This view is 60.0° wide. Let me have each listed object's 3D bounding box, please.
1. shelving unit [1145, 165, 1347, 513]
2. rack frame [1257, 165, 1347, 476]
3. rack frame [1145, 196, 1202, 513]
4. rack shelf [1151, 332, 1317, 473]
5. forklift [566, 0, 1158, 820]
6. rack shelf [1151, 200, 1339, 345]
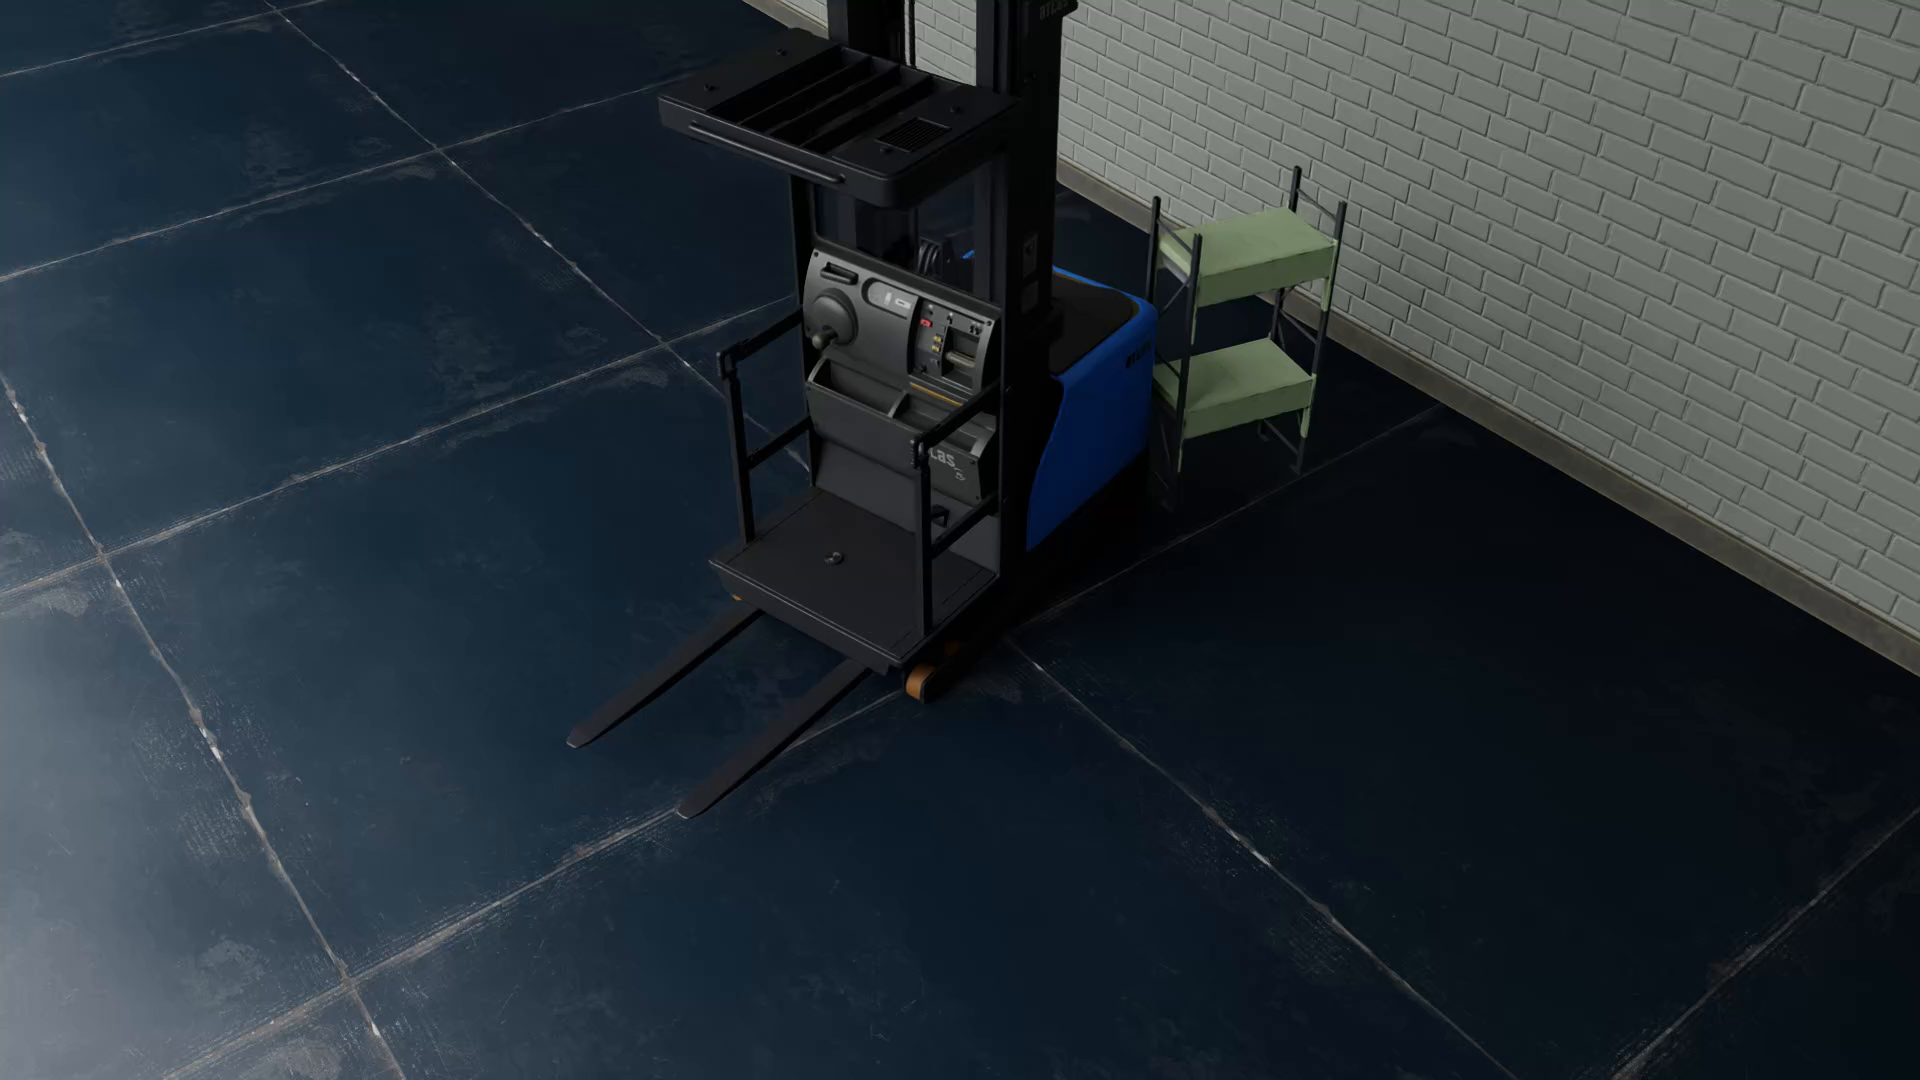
[{"bbox_3d":[1.282,-0.923,7.827,0.755,1.500,0.431,-15,42,-18],"label":"shelving unit"},{"bbox_3d":[1.617,-1.016,7.940,0.023,1.500,0.400,-15,42,-18],"label":"rack frame"},{"bbox_3d":[0.946,-0.831,7.714,0.023,1.500,0.400,-15,42,-18],"label":"rack frame"},{"bbox_3d":[1.282,-0.671,8.033,0.720,0.370,0.431,-15,42,-18],"label":"rack shelf"},{"bbox_3d":[-0.380,-0.804,6.552,1.130,2.935,3.031,26,46,28],"label":"forklift"},{"bbox_3d":[1.282,-1.225,7.579,0.720,0.370,0.431,-15,42,-18],"label":"rack shelf"}]
